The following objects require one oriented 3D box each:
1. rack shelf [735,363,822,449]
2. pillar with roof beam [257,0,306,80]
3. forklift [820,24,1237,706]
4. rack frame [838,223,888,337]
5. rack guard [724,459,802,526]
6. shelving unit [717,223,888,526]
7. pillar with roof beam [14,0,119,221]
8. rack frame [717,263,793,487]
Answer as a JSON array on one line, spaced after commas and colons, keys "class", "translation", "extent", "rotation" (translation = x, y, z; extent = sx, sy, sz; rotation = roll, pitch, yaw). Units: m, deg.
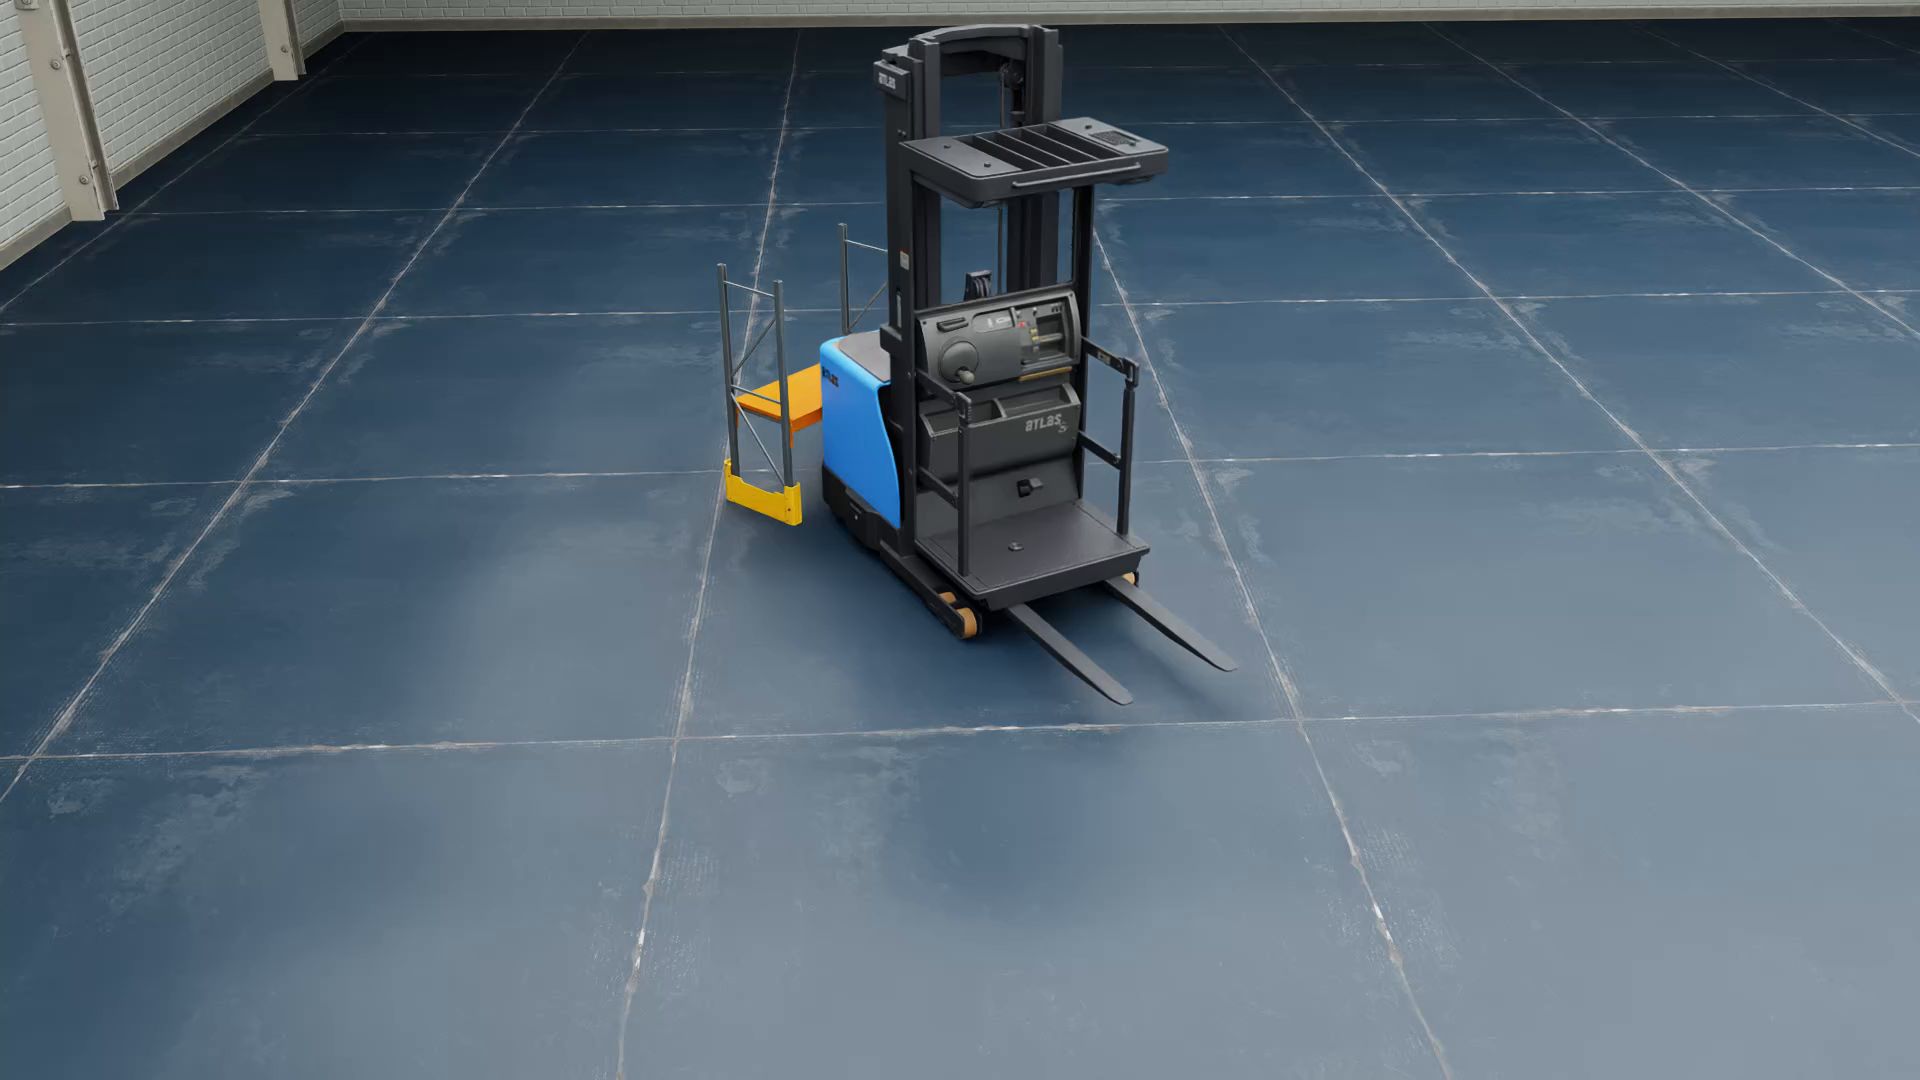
[{"class": "rack shelf", "translation": [-0.869, -0.869, 10.183], "extent": [0.538, 0.185, 1.000], "rotation": [21, 34, 34]}, {"class": "pillar with roof beam", "translation": [-4.142, -9.922, 19.043], "extent": [9.100, 9.000, 0.400], "rotation": [-1, 28, -3]}, {"class": "forklift", "translation": [0.322, -1.017, 8.530], "extent": [1.130, 2.935, 3.031], "rotation": [-14, 31, -25]}, {"class": "rack frame", "translation": [-0.547, -1.210, 10.449], "extent": [0.500, 1.500, 0.032], "rotation": [21, 34, 34]}, {"class": "rack guard", "translation": [-1.191, -0.293, 10.041], "extent": [0.587, 0.250, 0.087], "rotation": [21, 34, 34]}, {"class": "shelving unit", "translation": [-0.875, -1.025, 10.094], "extent": [0.587, 1.500, 1.083], "rotation": [21, 34, 34]}, {"class": "pillar with roof beam", "translation": [-3.828, -7.151, 13.730], "extent": [9.100, 9.000, 0.400], "rotation": [-1, 28, -3]}, {"class": "rack frame", "translation": [-1.191, -0.847, 9.752], "extent": [0.500, 1.500, 0.032], "rotation": [21, 34, 34]}]
